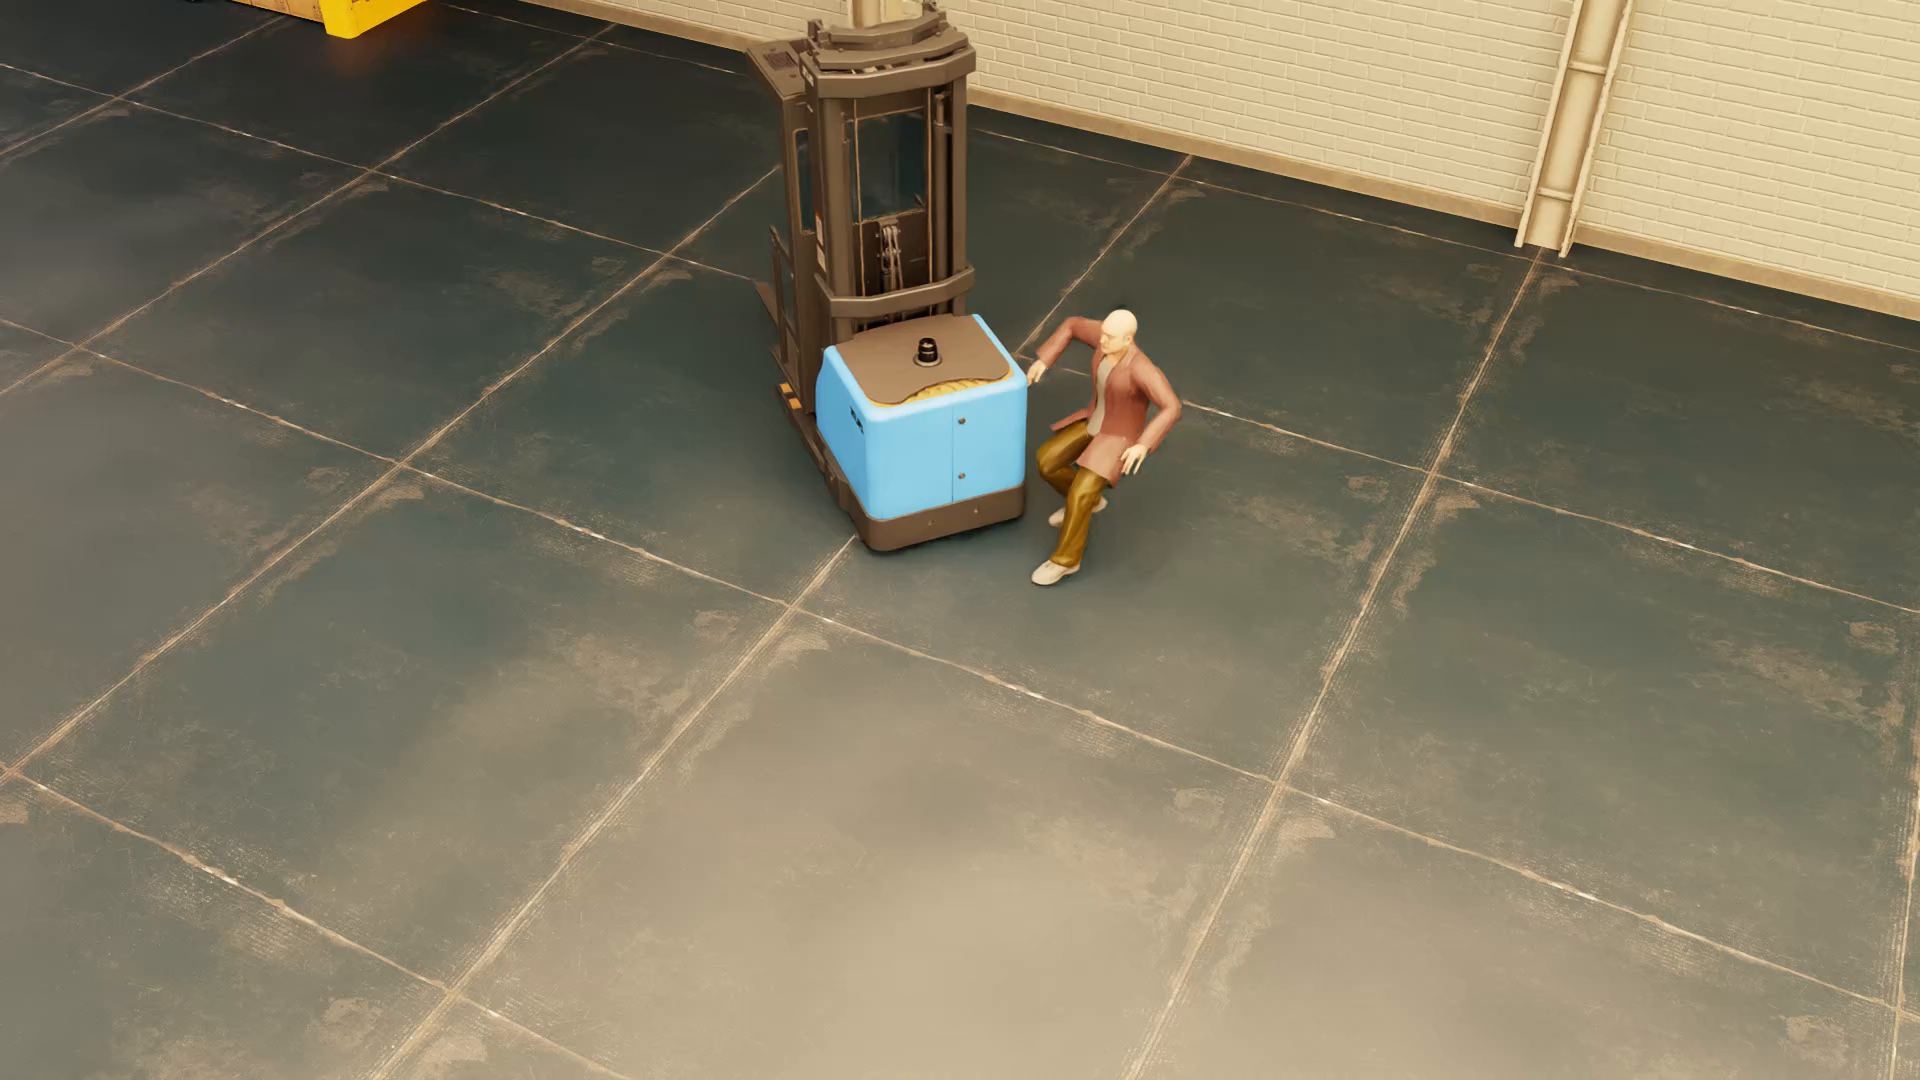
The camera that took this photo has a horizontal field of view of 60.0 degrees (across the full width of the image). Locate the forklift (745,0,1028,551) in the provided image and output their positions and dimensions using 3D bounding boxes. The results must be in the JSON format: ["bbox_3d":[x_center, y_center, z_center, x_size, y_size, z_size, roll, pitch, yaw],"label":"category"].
[{"bbox_3d":[-0.612,-2.006,10.369,1.130,2.935,3.031,-15,42,-17],"label":"forklift"}]

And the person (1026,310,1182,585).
[{"bbox_3d":[0.702,-0.571,9.692,0.856,1.612,1.127,-20,44,-22],"label":"person"}]
